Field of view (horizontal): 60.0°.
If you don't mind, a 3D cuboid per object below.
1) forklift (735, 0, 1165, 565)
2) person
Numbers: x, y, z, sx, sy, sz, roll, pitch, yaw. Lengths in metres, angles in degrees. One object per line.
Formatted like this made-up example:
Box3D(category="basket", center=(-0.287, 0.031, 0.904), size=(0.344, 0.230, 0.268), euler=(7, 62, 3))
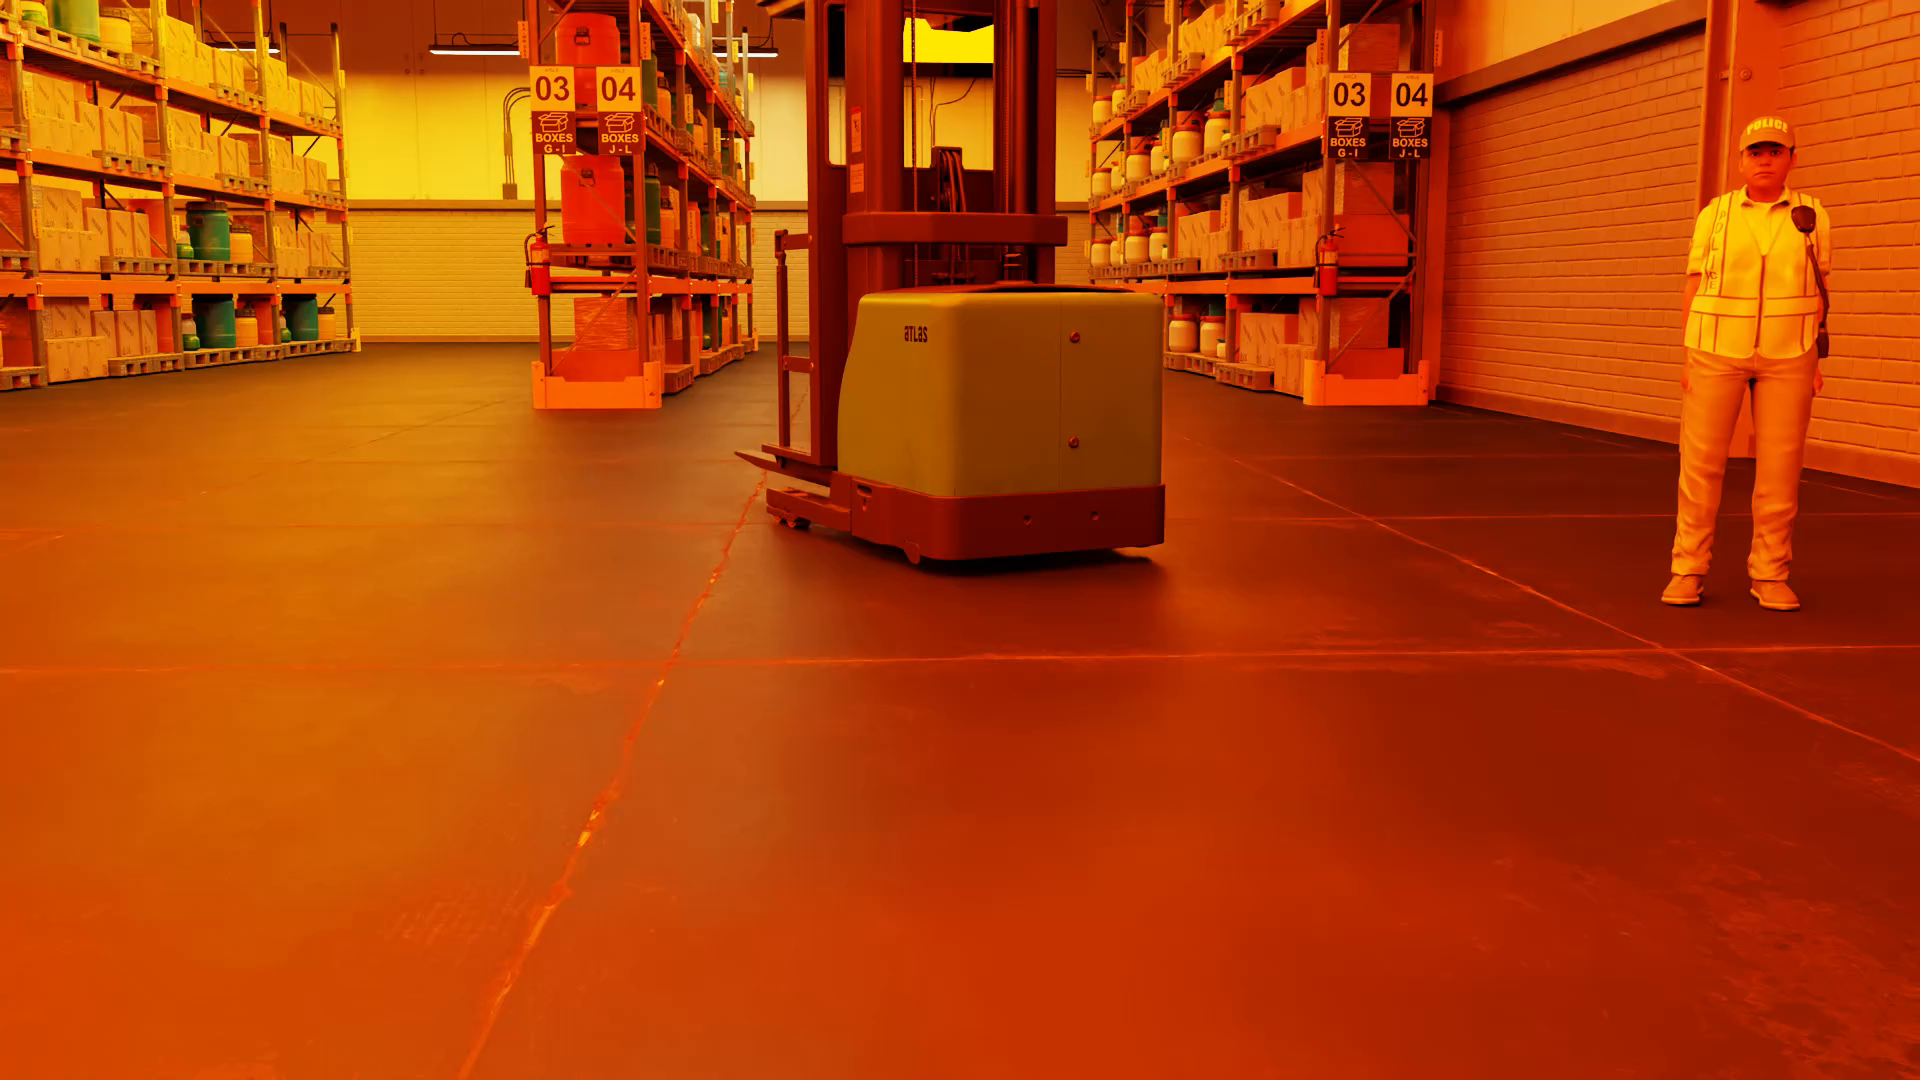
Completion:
Box3D(category="forklift", center=(-0.264, -1.530, 7.637), size=(1.130, 2.935, 3.031), euler=(-4, 9, -25))
Box3D(category="person", center=(2.722, -0.604, 5.731), size=(0.482, 1.669, 0.393), euler=(3, 9, 18))
